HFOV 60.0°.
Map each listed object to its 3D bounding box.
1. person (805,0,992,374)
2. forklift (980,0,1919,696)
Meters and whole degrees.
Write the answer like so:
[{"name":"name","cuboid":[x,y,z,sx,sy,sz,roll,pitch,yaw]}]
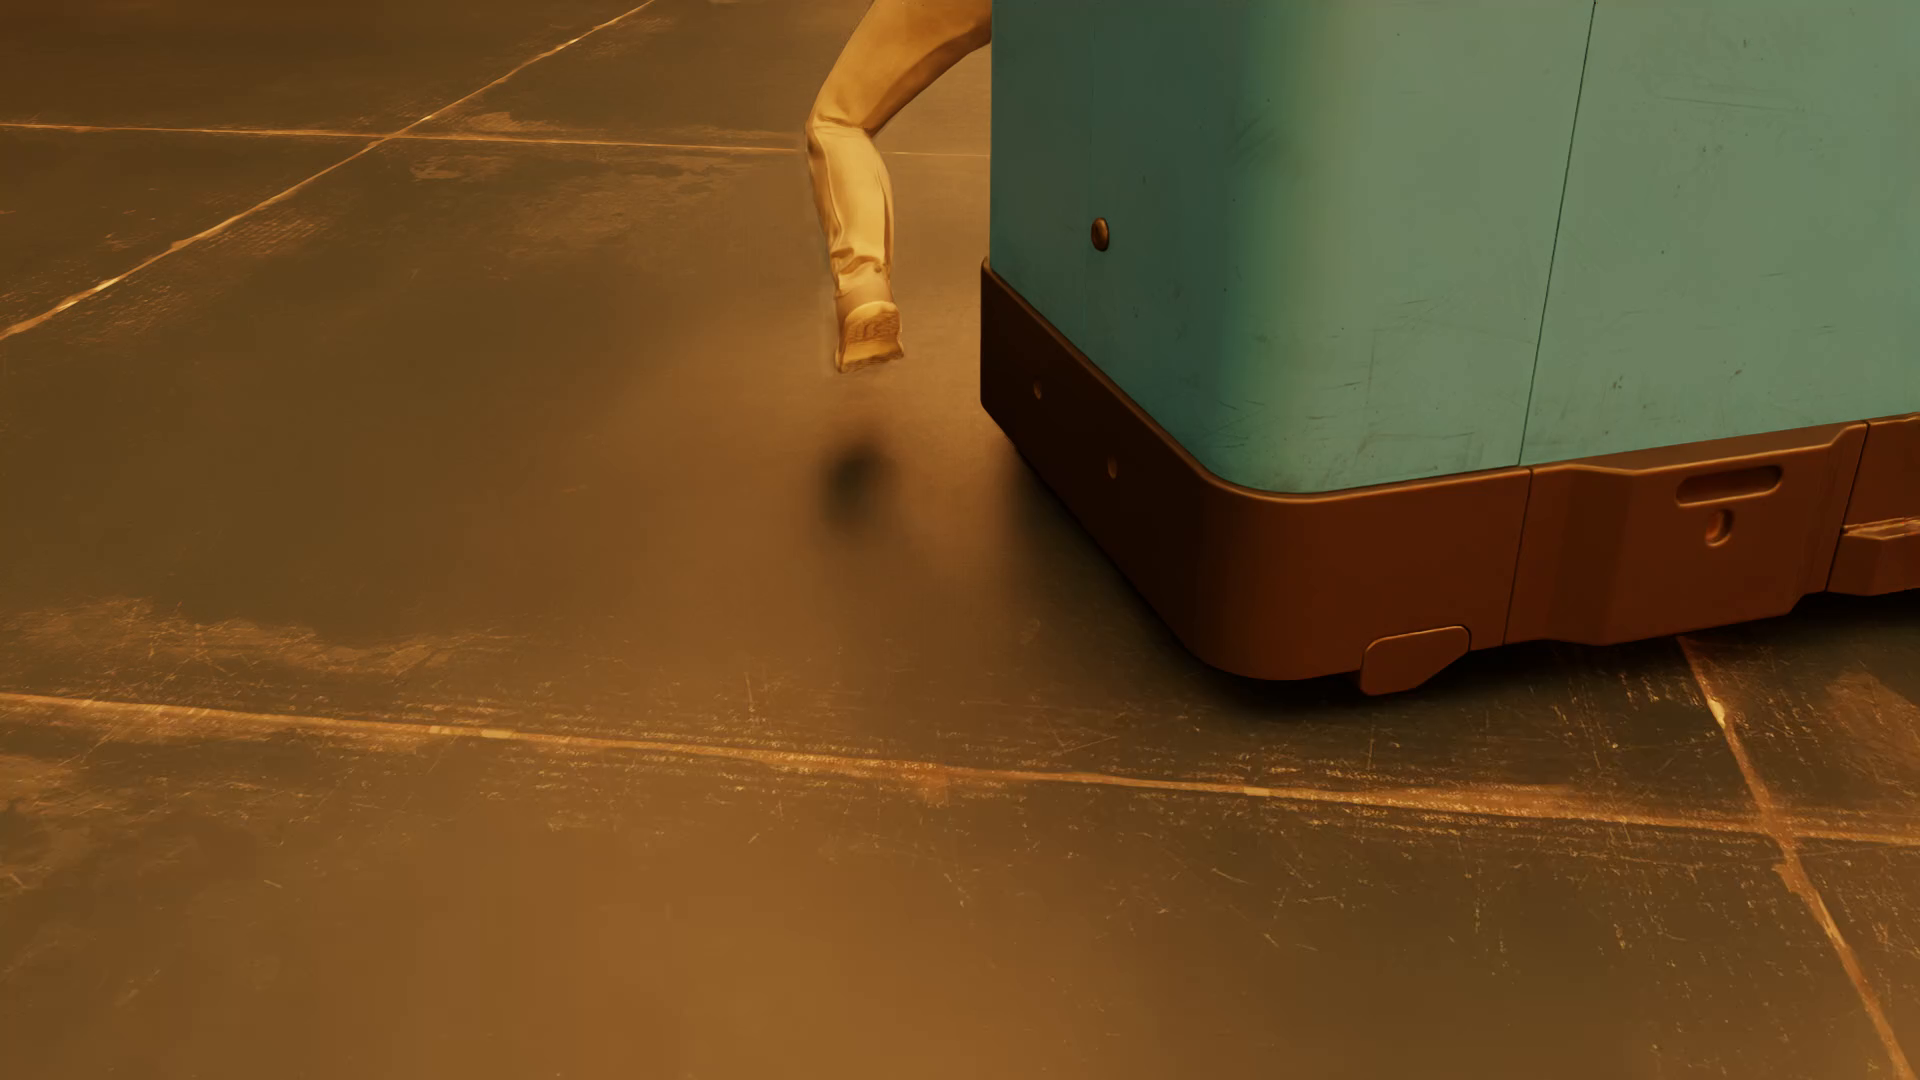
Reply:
[{"name":"person","cuboid":[0.236,-1.010,2.781,0.979,1.501,0.708,-5,27,-10]},{"name":"forklift","cuboid":[1.610,-1.486,2.196,3.031,2.935,1.130,-8,28,-15]}]
